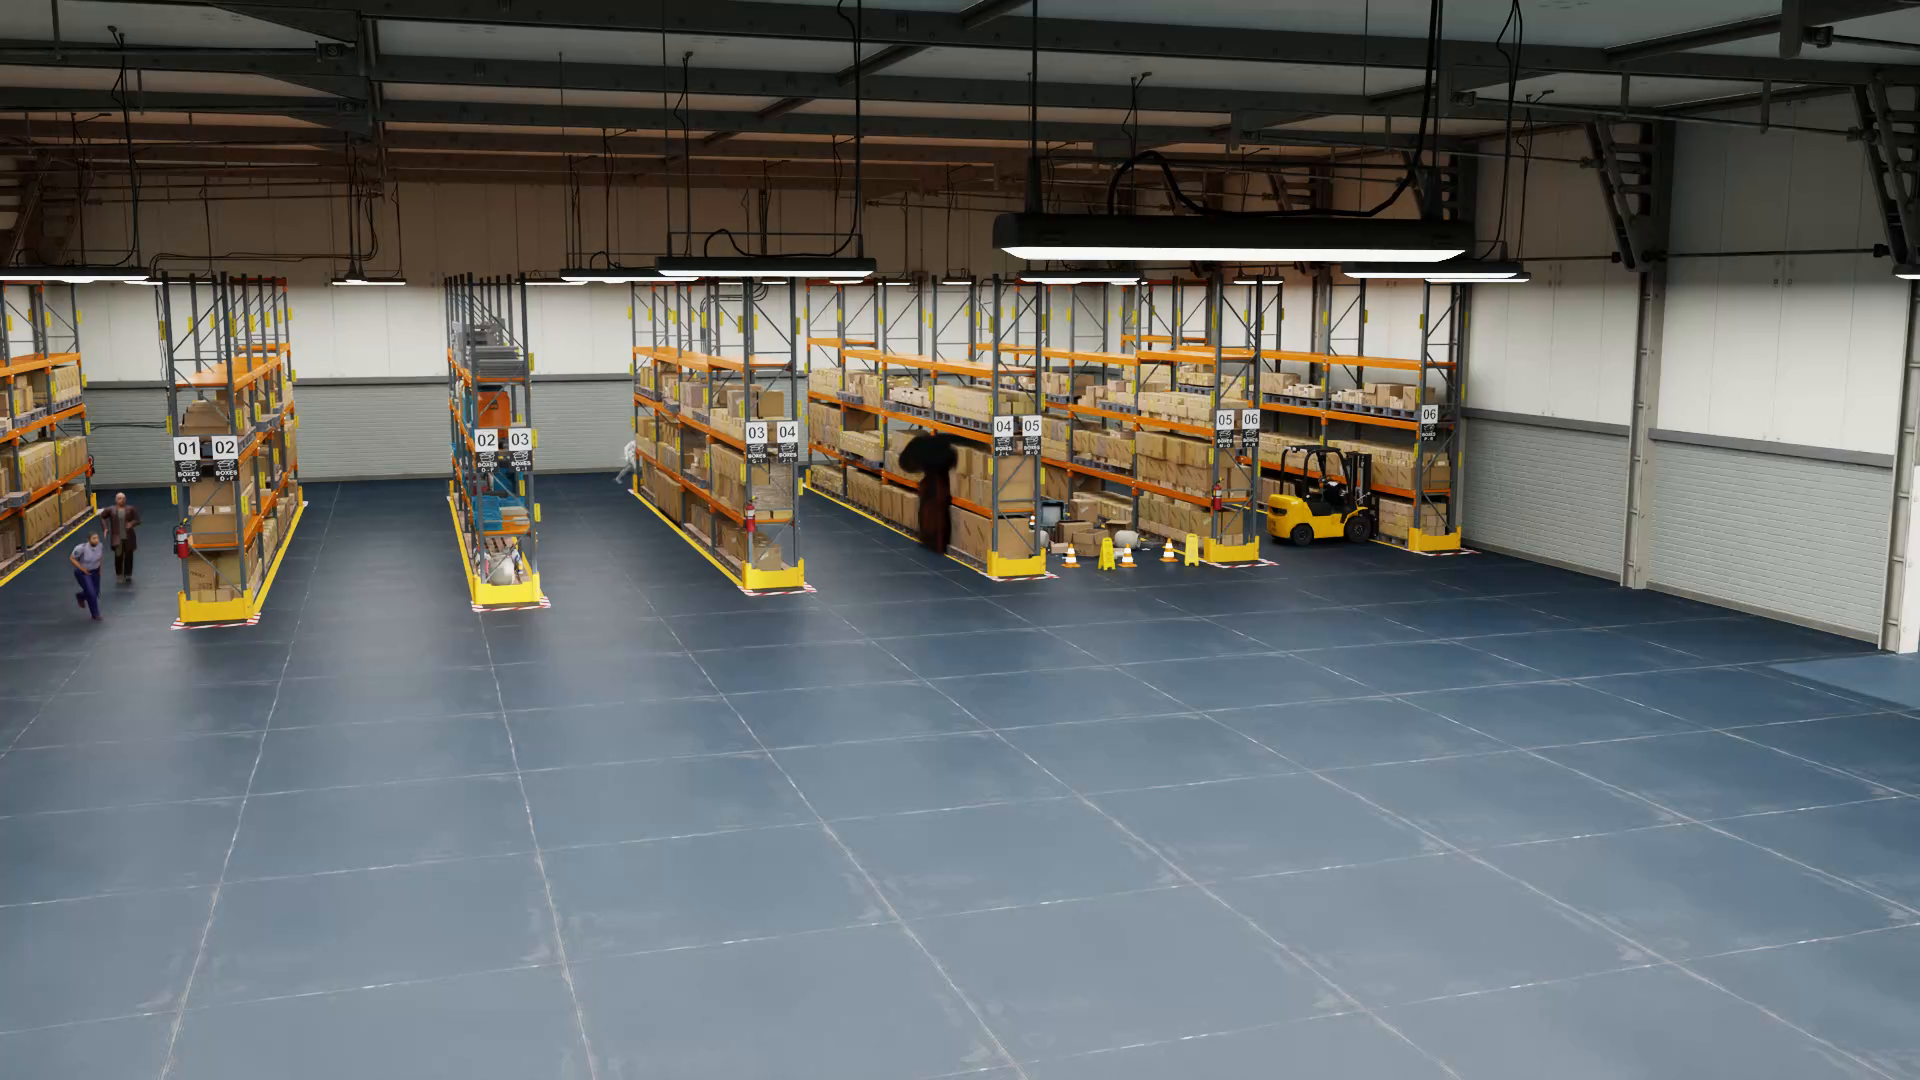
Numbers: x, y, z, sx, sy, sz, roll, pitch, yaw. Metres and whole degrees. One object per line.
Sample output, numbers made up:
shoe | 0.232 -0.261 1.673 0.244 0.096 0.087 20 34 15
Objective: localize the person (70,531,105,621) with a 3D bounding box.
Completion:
person | -15.220 0.621 28.955 0.809 1.602 0.603 6 11 35

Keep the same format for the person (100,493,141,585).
person | -16.311 -0.021 32.372 0.703 1.792 0.764 -5 10 -30

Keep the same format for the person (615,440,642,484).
person | -9.623 -2.360 48.584 1.022 1.505 0.619 4 10 27
